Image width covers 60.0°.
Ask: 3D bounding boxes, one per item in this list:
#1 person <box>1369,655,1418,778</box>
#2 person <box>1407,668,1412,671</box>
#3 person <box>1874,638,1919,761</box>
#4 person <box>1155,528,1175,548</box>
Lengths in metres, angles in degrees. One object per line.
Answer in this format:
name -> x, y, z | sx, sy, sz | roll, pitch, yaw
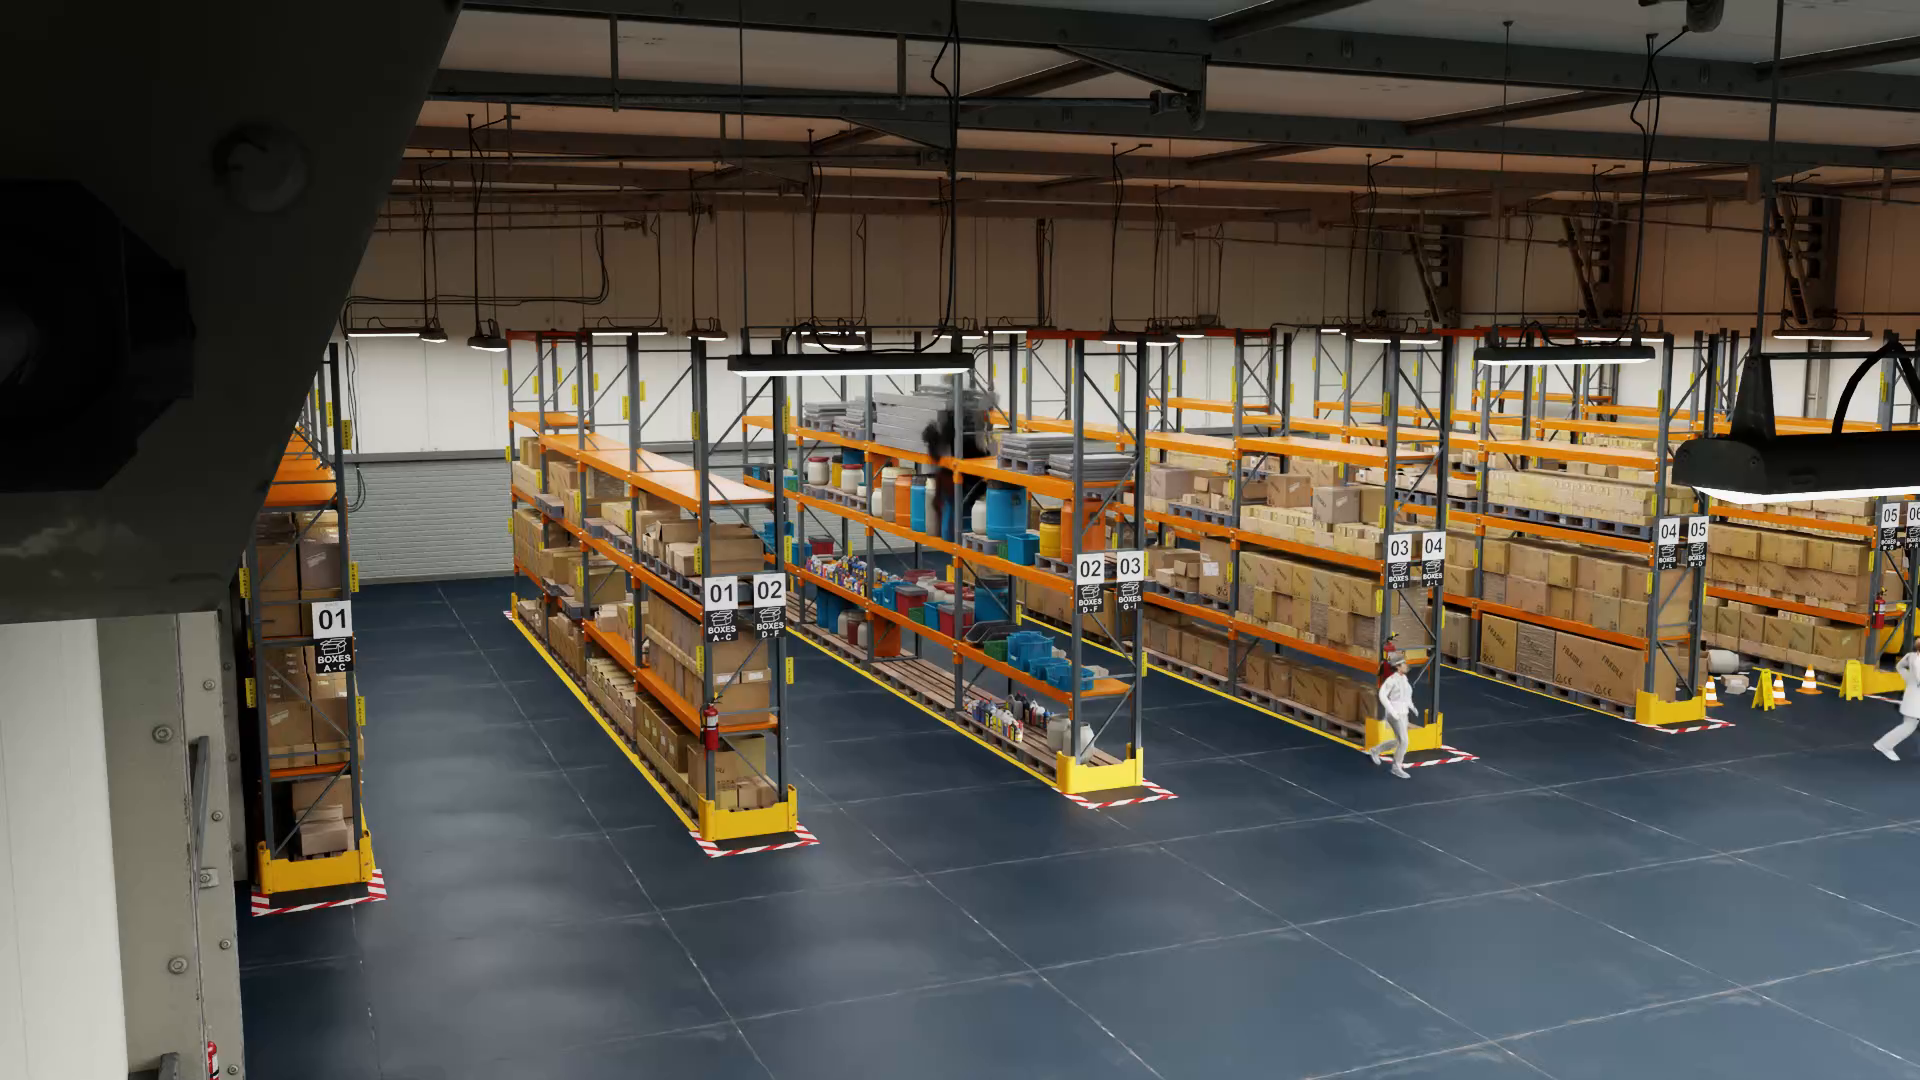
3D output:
person -> 6.005, 2.407, 23.009 | 0.639, 1.665, 0.664 | 6, 10, 38
person -> 7.830, 1.399, 29.763 | 0.678, 1.768, 0.868 | -4, 9, -28
person -> 13.445, 2.269, 23.431 | 0.932, 1.823, 0.735 | 4, 9, 24
person -> 4.503, 0.508, 37.258 | 0.588, 1.614, 0.912 | -5, 9, -34
